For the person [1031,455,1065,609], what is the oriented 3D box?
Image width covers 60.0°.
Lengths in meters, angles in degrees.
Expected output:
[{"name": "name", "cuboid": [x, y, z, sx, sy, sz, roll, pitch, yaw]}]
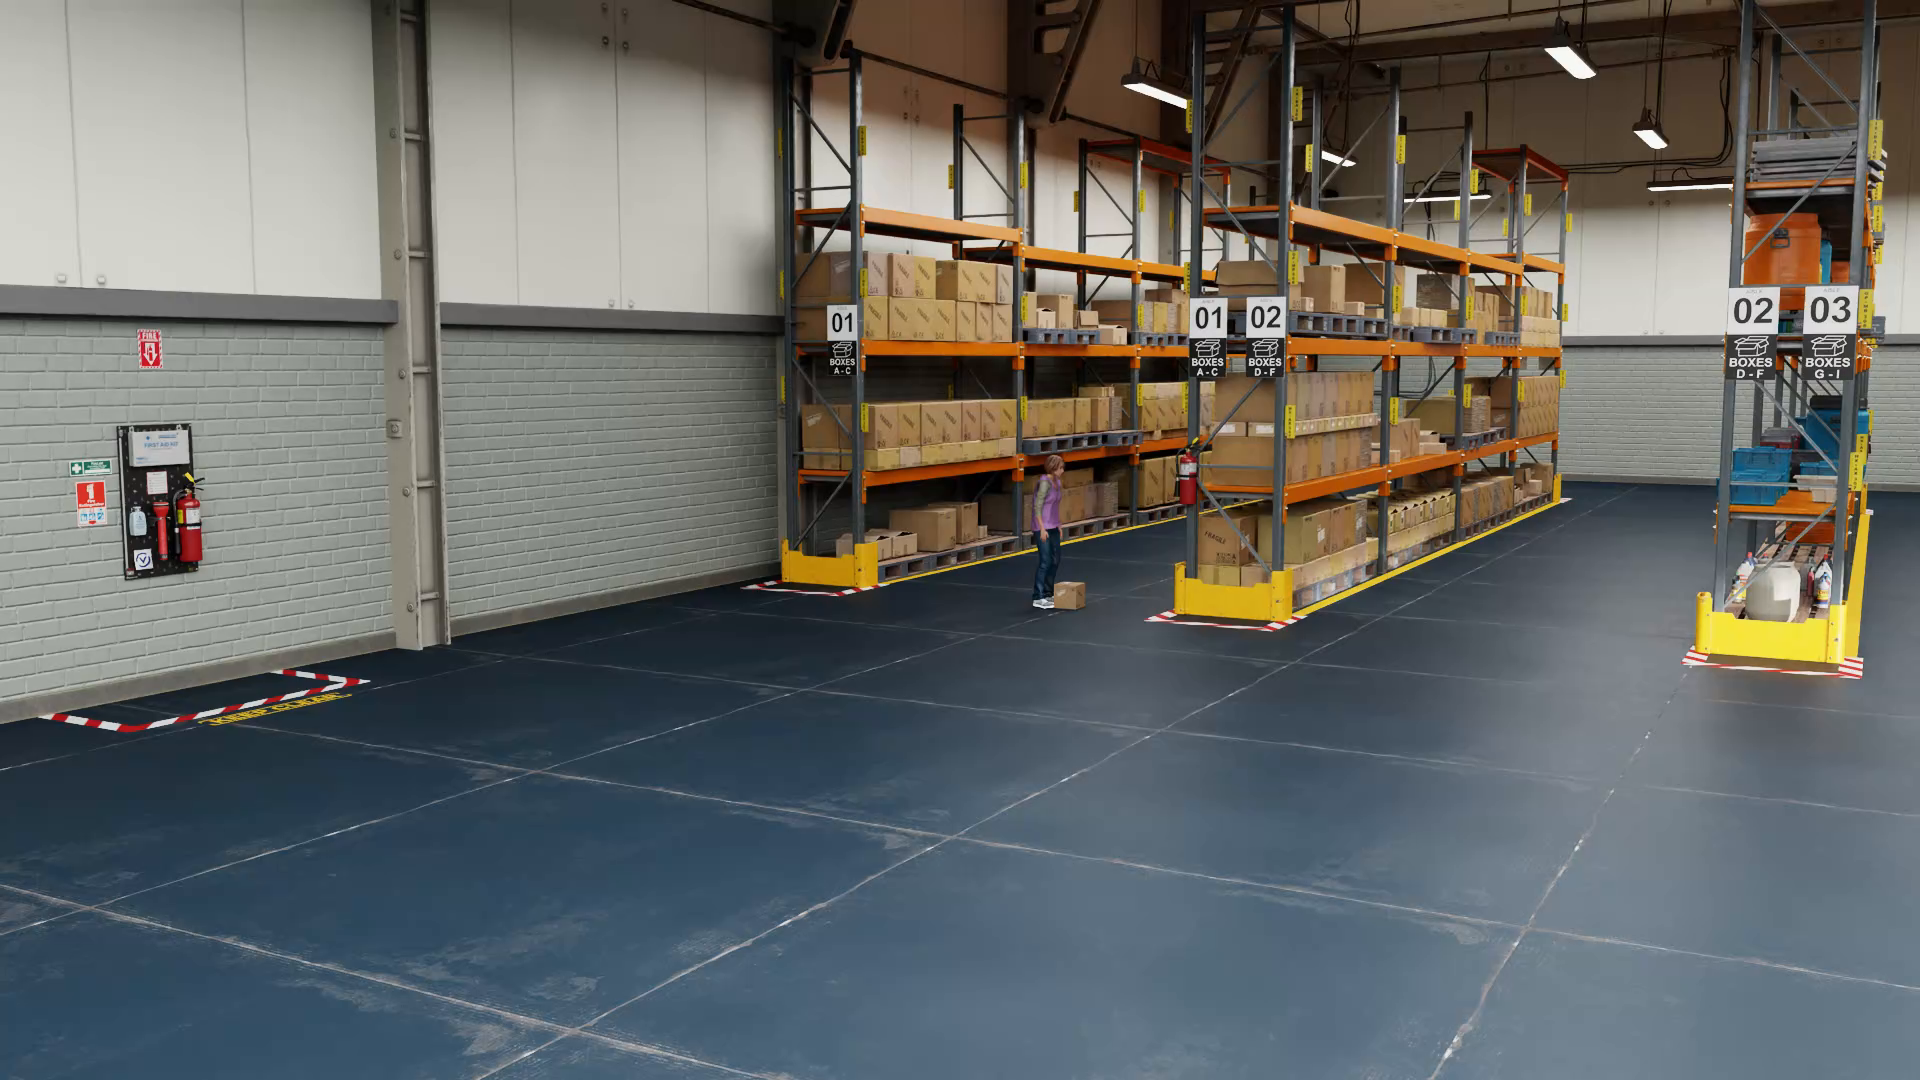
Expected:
[{"name": "person", "cuboid": [0.928, -0.098, 17.470, 0.343, 1.594, 0.462, 3, 7, 29]}]
